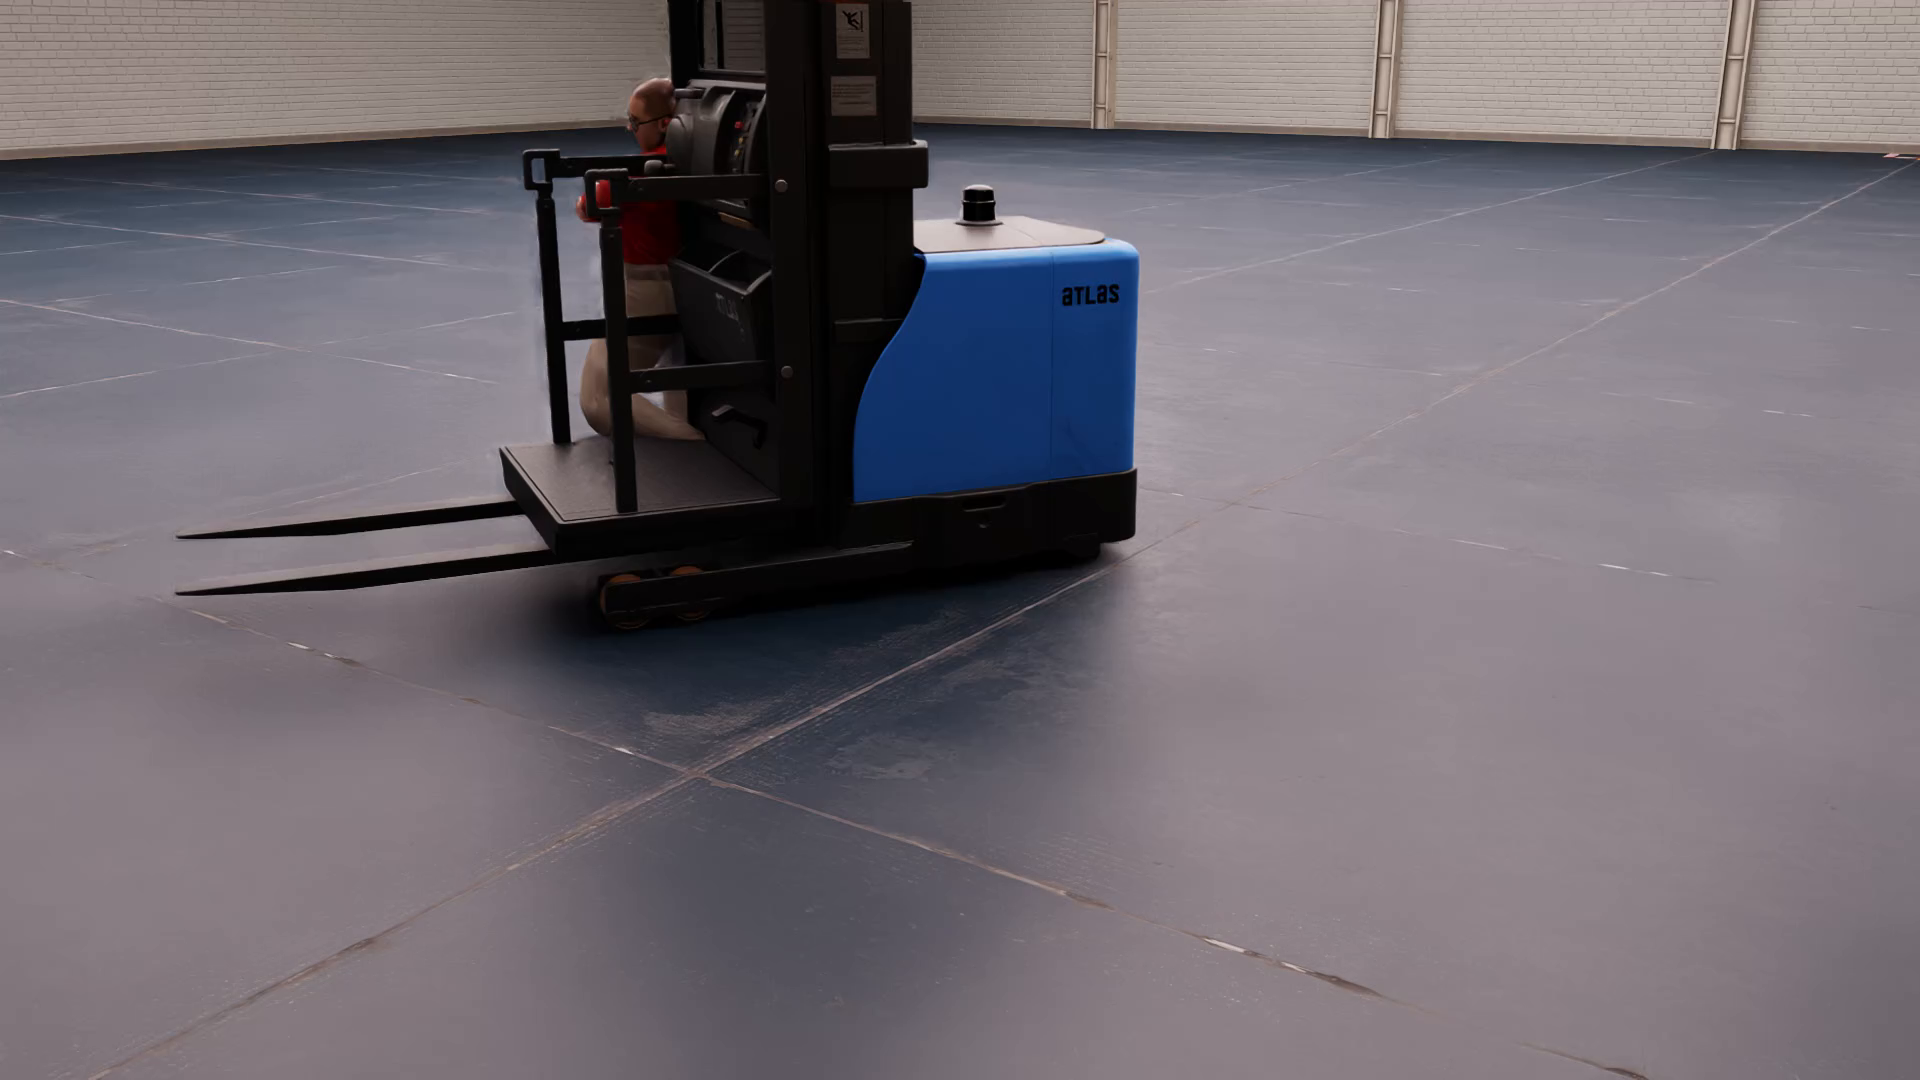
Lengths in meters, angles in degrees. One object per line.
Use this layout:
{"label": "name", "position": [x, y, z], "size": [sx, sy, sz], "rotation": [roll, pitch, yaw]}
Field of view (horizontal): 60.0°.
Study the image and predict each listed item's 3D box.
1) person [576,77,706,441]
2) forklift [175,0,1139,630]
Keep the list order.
{"label": "person", "position": [-1.087, -0.893, 6.174], "size": [0.851, 1.596, 0.838], "rotation": [10, 19, 30]}
{"label": "forklift", "position": [-0.955, -1.304, 5.193], "size": [3.031, 2.935, 1.130], "rotation": [-7, 18, -23]}
